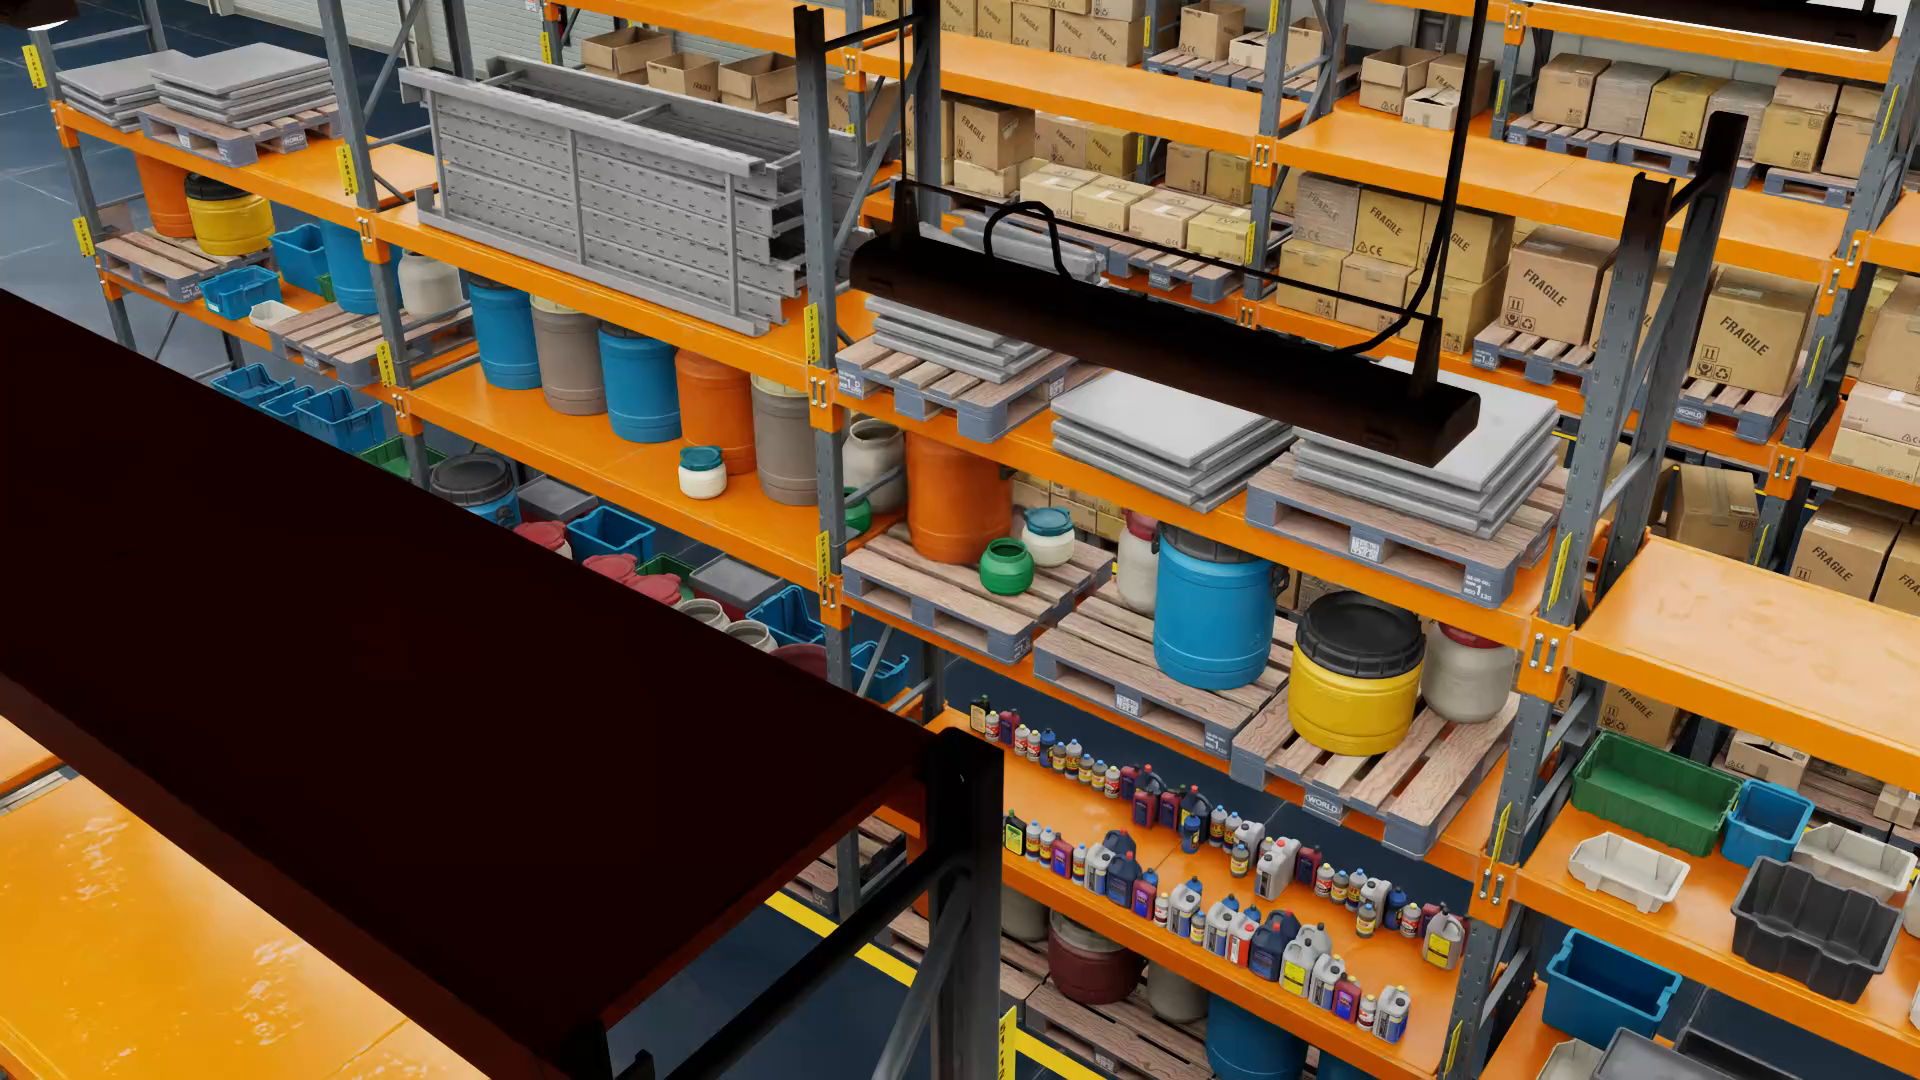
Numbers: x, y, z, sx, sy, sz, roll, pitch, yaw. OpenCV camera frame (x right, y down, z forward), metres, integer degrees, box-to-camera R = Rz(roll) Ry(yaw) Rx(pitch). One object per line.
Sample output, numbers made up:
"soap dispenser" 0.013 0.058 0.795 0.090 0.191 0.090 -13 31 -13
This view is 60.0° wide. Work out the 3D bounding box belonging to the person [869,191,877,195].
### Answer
"person" -1.033 -3.210 18.931 1.042 1.612 0.486 5 32 8
